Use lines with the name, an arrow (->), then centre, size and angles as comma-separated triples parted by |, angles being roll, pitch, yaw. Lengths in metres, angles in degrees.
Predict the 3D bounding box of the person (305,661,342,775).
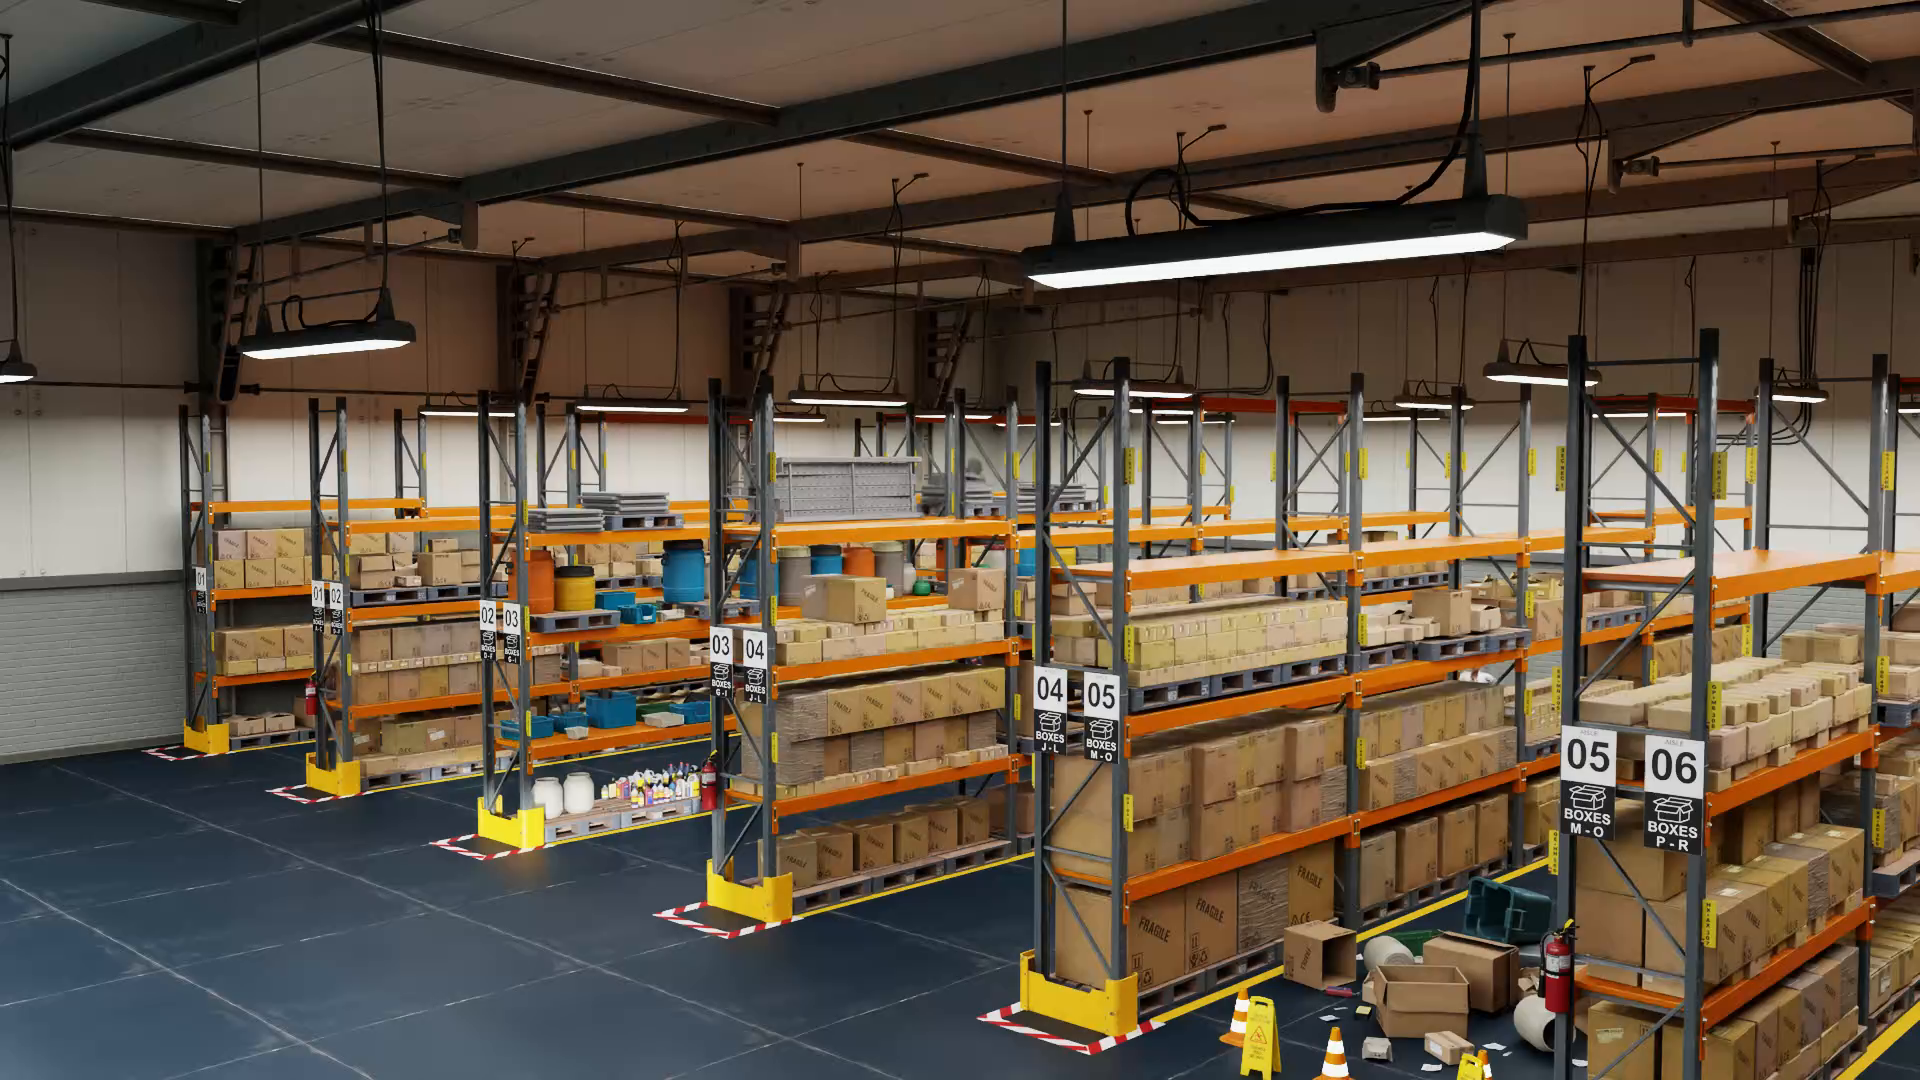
person -> -10.096, 2.857, 26.879 | 0.677, 1.803, 0.988 | 3, 4, 43

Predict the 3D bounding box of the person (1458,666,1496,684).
person -> 8.659, 2.839, 27.861 | 0.706, 1.754, 0.832 | 2, 4, 32

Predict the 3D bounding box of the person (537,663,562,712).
person -> -7.643, 2.709, 30.757 | 0.595, 1.713, 0.890 | 2, 4, 35
